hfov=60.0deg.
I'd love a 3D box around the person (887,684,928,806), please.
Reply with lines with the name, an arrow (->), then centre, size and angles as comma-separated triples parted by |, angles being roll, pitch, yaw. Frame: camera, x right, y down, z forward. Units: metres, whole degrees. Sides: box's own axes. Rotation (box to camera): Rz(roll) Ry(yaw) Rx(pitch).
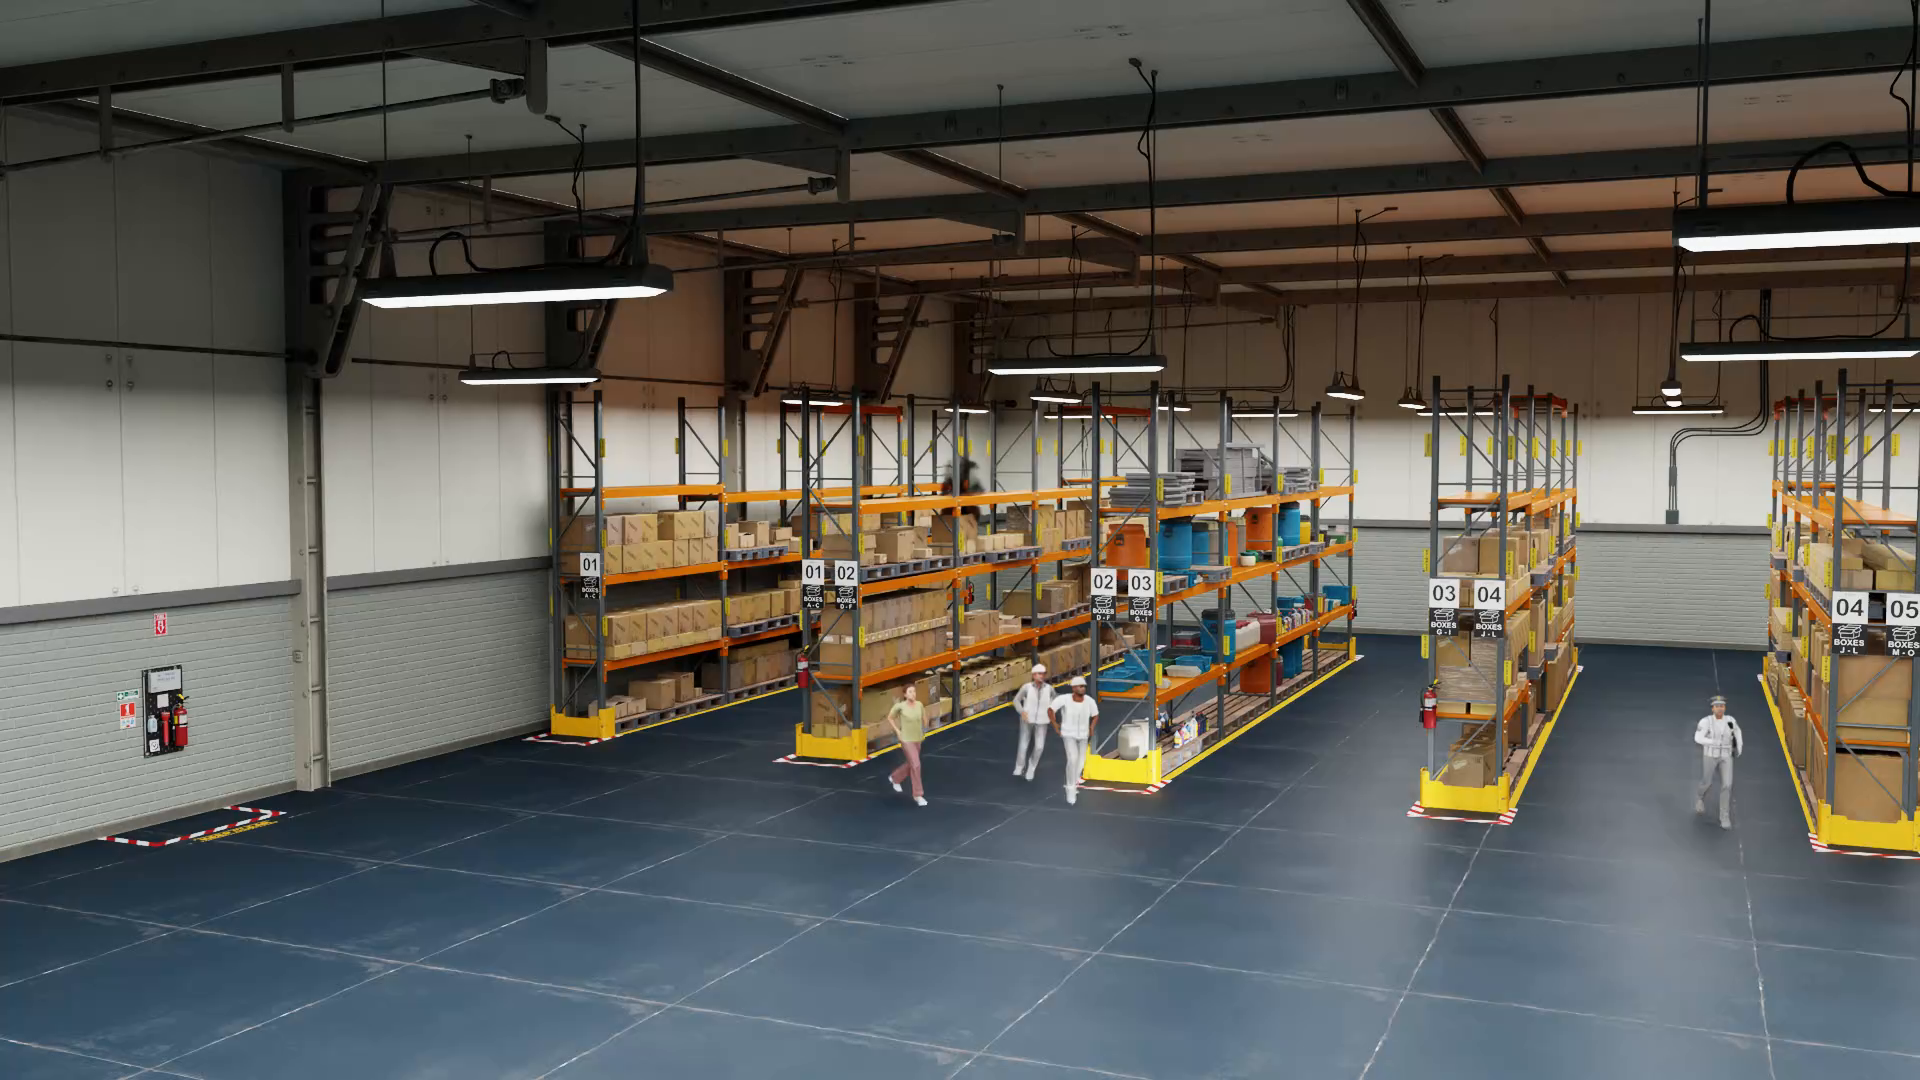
person -> -0.706, 2.865, 23.590 | 0.564, 1.681, 0.891 | -2, 4, -37

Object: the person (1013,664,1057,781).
person -> 1.152, 2.753, 25.140 | 0.714, 1.755, 0.646 | 0, 3, -2

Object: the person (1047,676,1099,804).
person -> 1.649, 2.828, 23.669 | 0.710, 1.792, 0.699 | -1, 3, -17

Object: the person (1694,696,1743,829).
person -> 10.148, 2.924, 22.278 | 0.623, 1.730, 0.914 | 1, 3, 12
